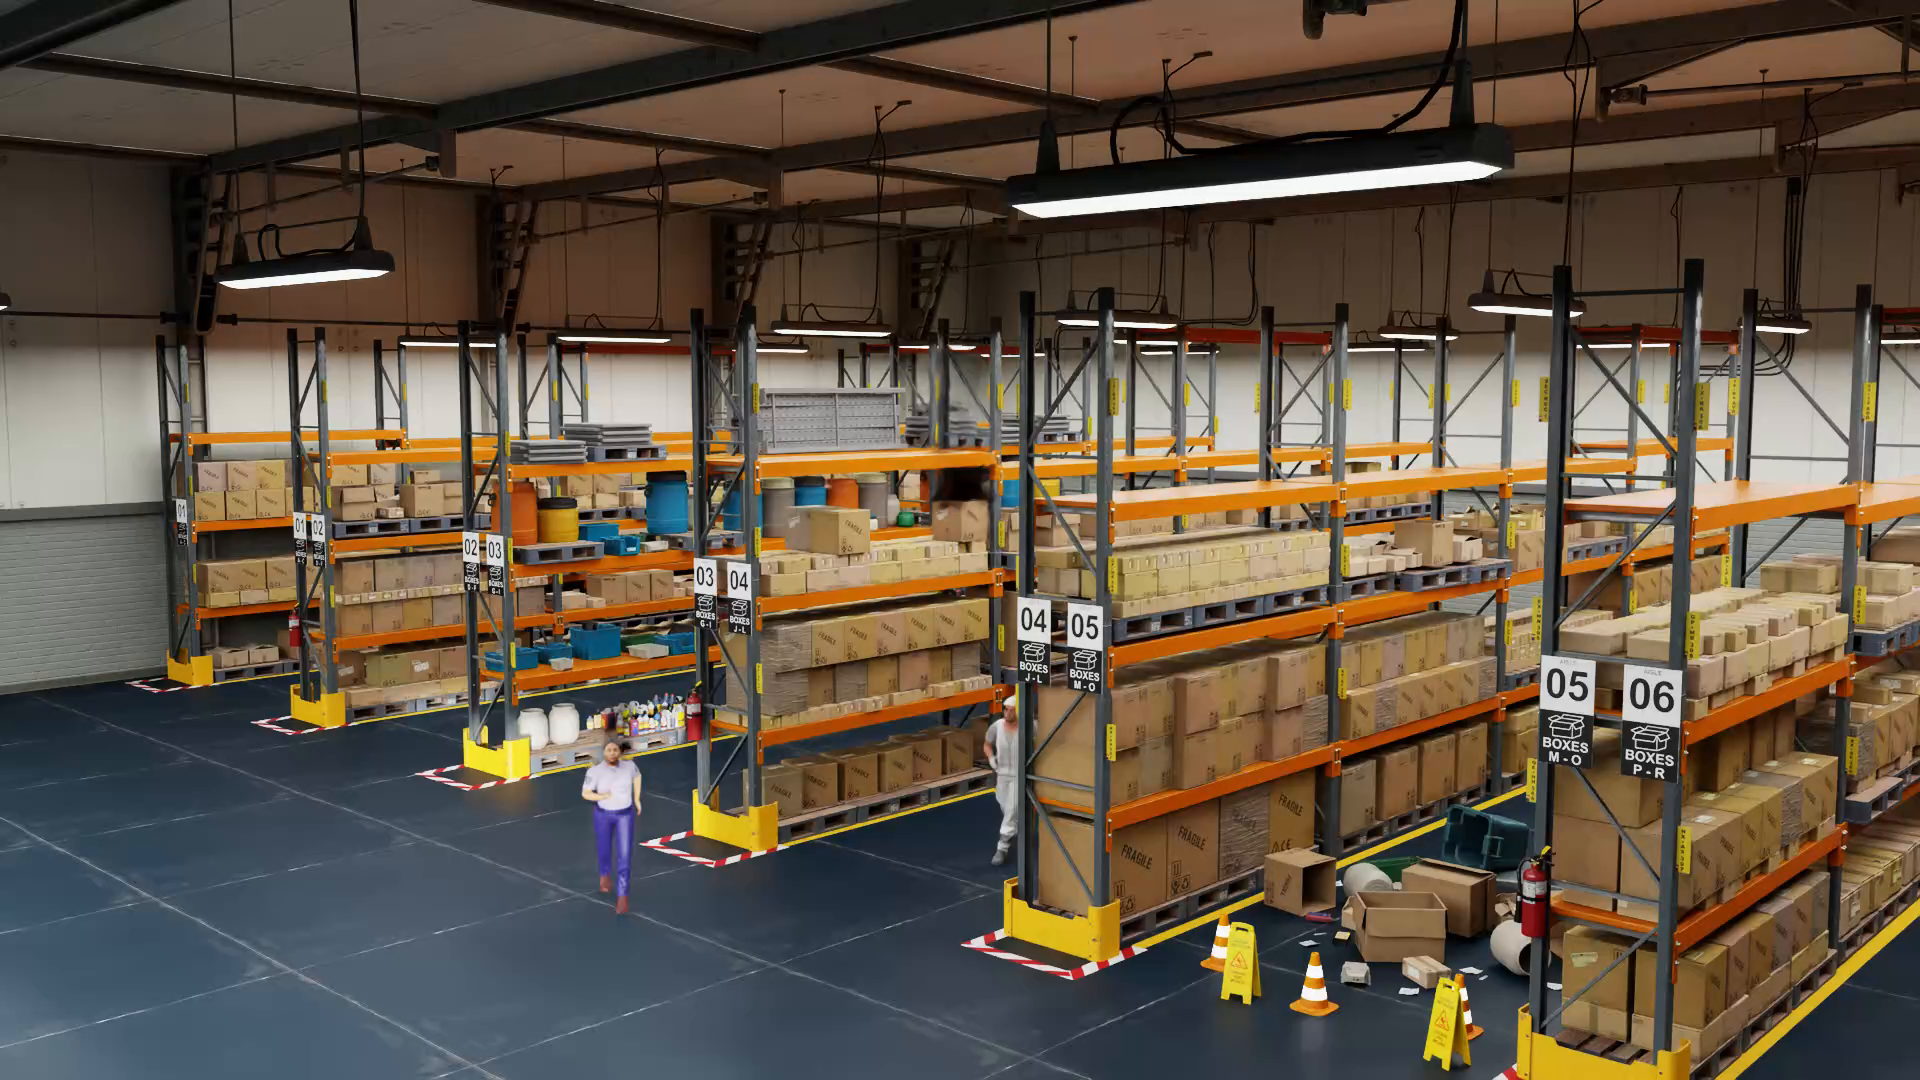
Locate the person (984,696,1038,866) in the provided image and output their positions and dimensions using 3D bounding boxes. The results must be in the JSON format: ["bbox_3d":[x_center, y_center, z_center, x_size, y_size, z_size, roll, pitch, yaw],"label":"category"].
[{"bbox_3d":[0.584,2.570,18.212,0.685,1.774,1.023,2,6,19],"label":"person"}]

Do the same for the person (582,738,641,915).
[{"bbox_3d":[-3.450,2.777,16.524,0.590,1.670,0.909,-1,6,-14],"label":"person"}]
